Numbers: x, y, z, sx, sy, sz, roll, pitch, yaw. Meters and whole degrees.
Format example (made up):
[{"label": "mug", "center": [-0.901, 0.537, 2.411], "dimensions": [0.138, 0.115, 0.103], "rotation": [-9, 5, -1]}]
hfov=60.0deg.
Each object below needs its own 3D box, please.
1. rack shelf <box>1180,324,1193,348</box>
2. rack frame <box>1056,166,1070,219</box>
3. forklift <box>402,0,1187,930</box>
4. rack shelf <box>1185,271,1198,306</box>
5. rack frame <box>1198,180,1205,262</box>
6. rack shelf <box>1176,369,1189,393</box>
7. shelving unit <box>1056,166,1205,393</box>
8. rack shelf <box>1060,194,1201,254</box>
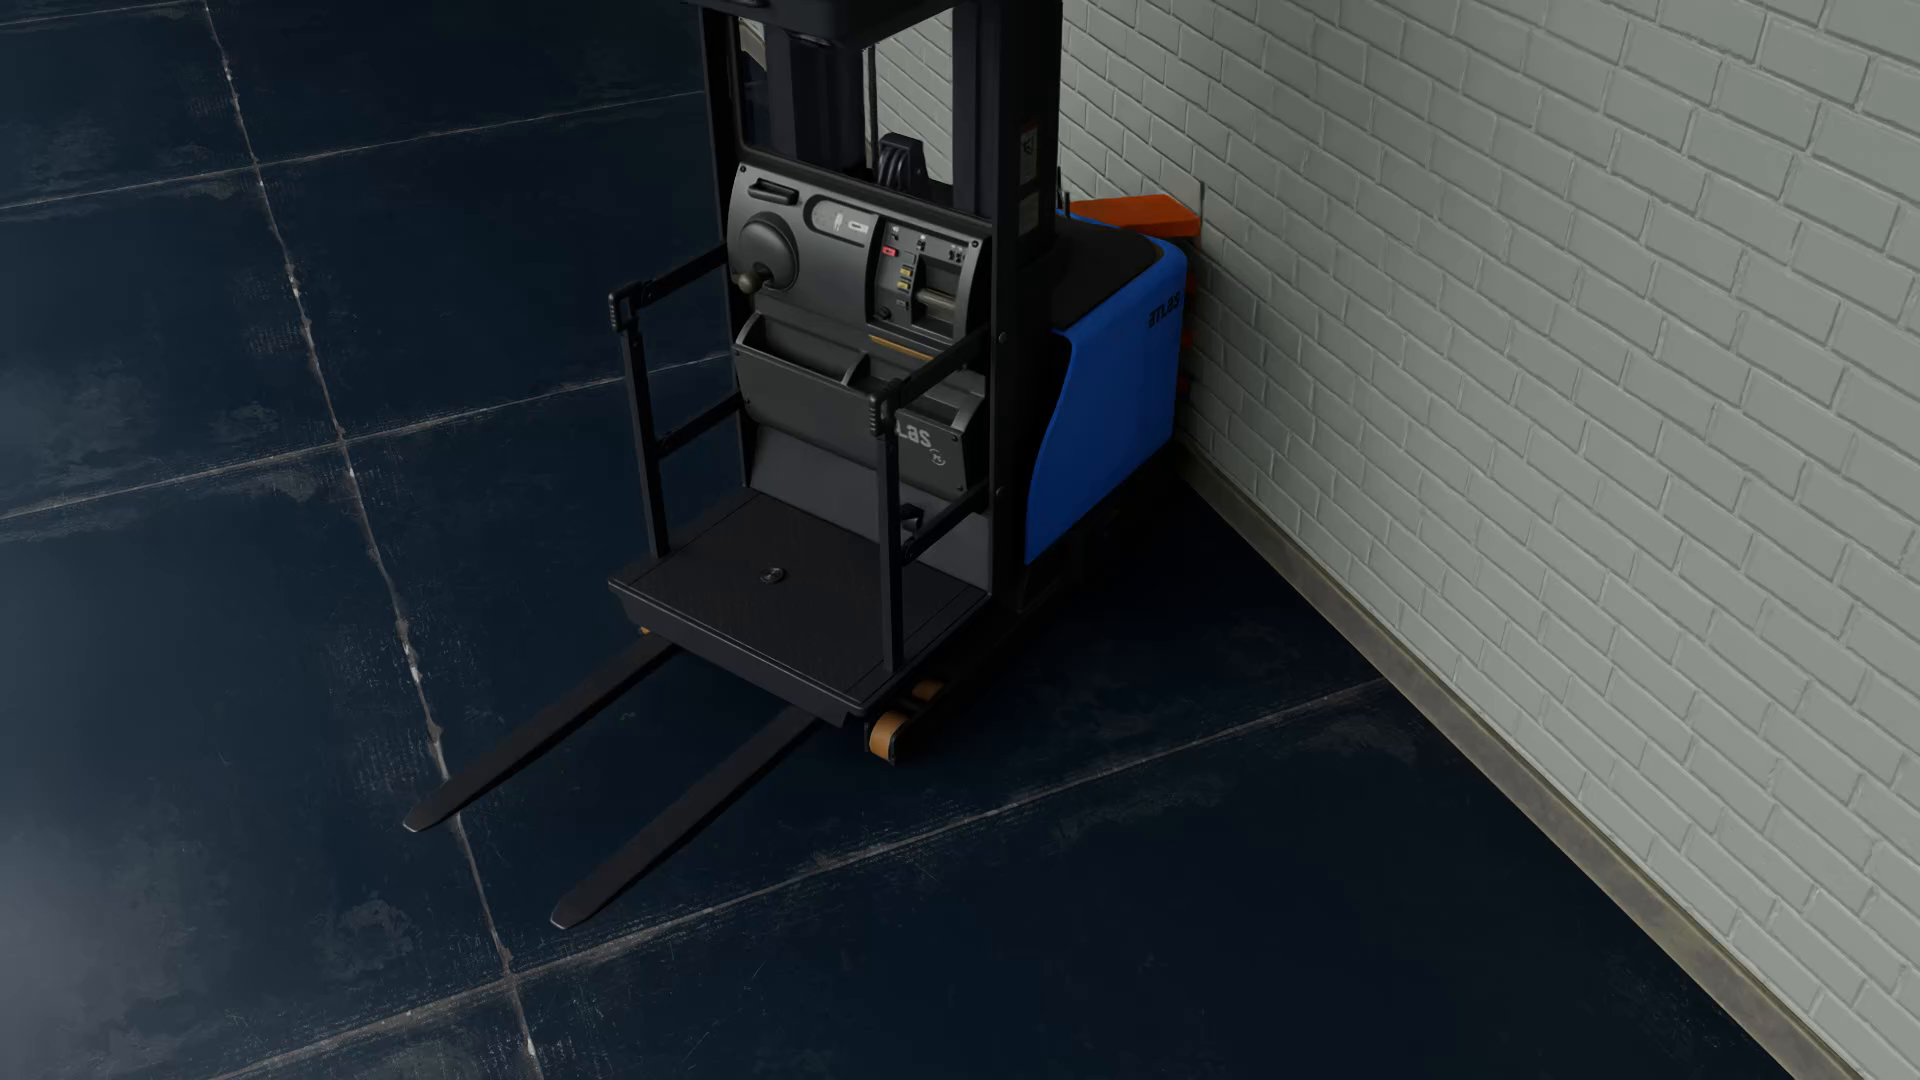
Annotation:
[{"label": "rack shelf", "center": [0.645, -0.780, 6.394], "dimensions": [0.480, 0.148, 0.258], "rotation": [-5, 36, -3]}, {"label": "rack frame", "center": [0.399, -0.812, 6.344], "dimensions": [0.015, 1.200, 0.240], "rotation": [-5, 36, -3]}, {"label": "forklift", "center": [-0.451, -0.799, 4.867], "dimensions": [1.130, 2.935, 3.031], "rotation": [23, 42, 28]}, {"label": "rack shelf", "center": [0.634, -0.962, 6.264], "dimensions": [0.480, 0.148, 0.258], "rotation": [-5, 36, -3]}, {"label": "rack frame", "center": [0.885, -0.857, 6.366], "dimensions": [0.015, 1.200, 0.240], "rotation": [-5, 36, -3]}, {"label": "rack shelf", "center": [0.655, -0.619, 6.510], "dimensions": [0.480, 0.148, 0.258], "rotation": [-5, 36, -3]}, {"label": "shelving unit", "center": [0.642, -0.835, 6.355], "dimensions": [0.503, 1.200, 0.258], "rotation": [-5, 36, -3]}, {"label": "rack shelf", "center": [0.623, -1.154, 6.126], "dimensions": [0.480, 0.148, 0.258], "rotation": [-5, 36, -3]}]
